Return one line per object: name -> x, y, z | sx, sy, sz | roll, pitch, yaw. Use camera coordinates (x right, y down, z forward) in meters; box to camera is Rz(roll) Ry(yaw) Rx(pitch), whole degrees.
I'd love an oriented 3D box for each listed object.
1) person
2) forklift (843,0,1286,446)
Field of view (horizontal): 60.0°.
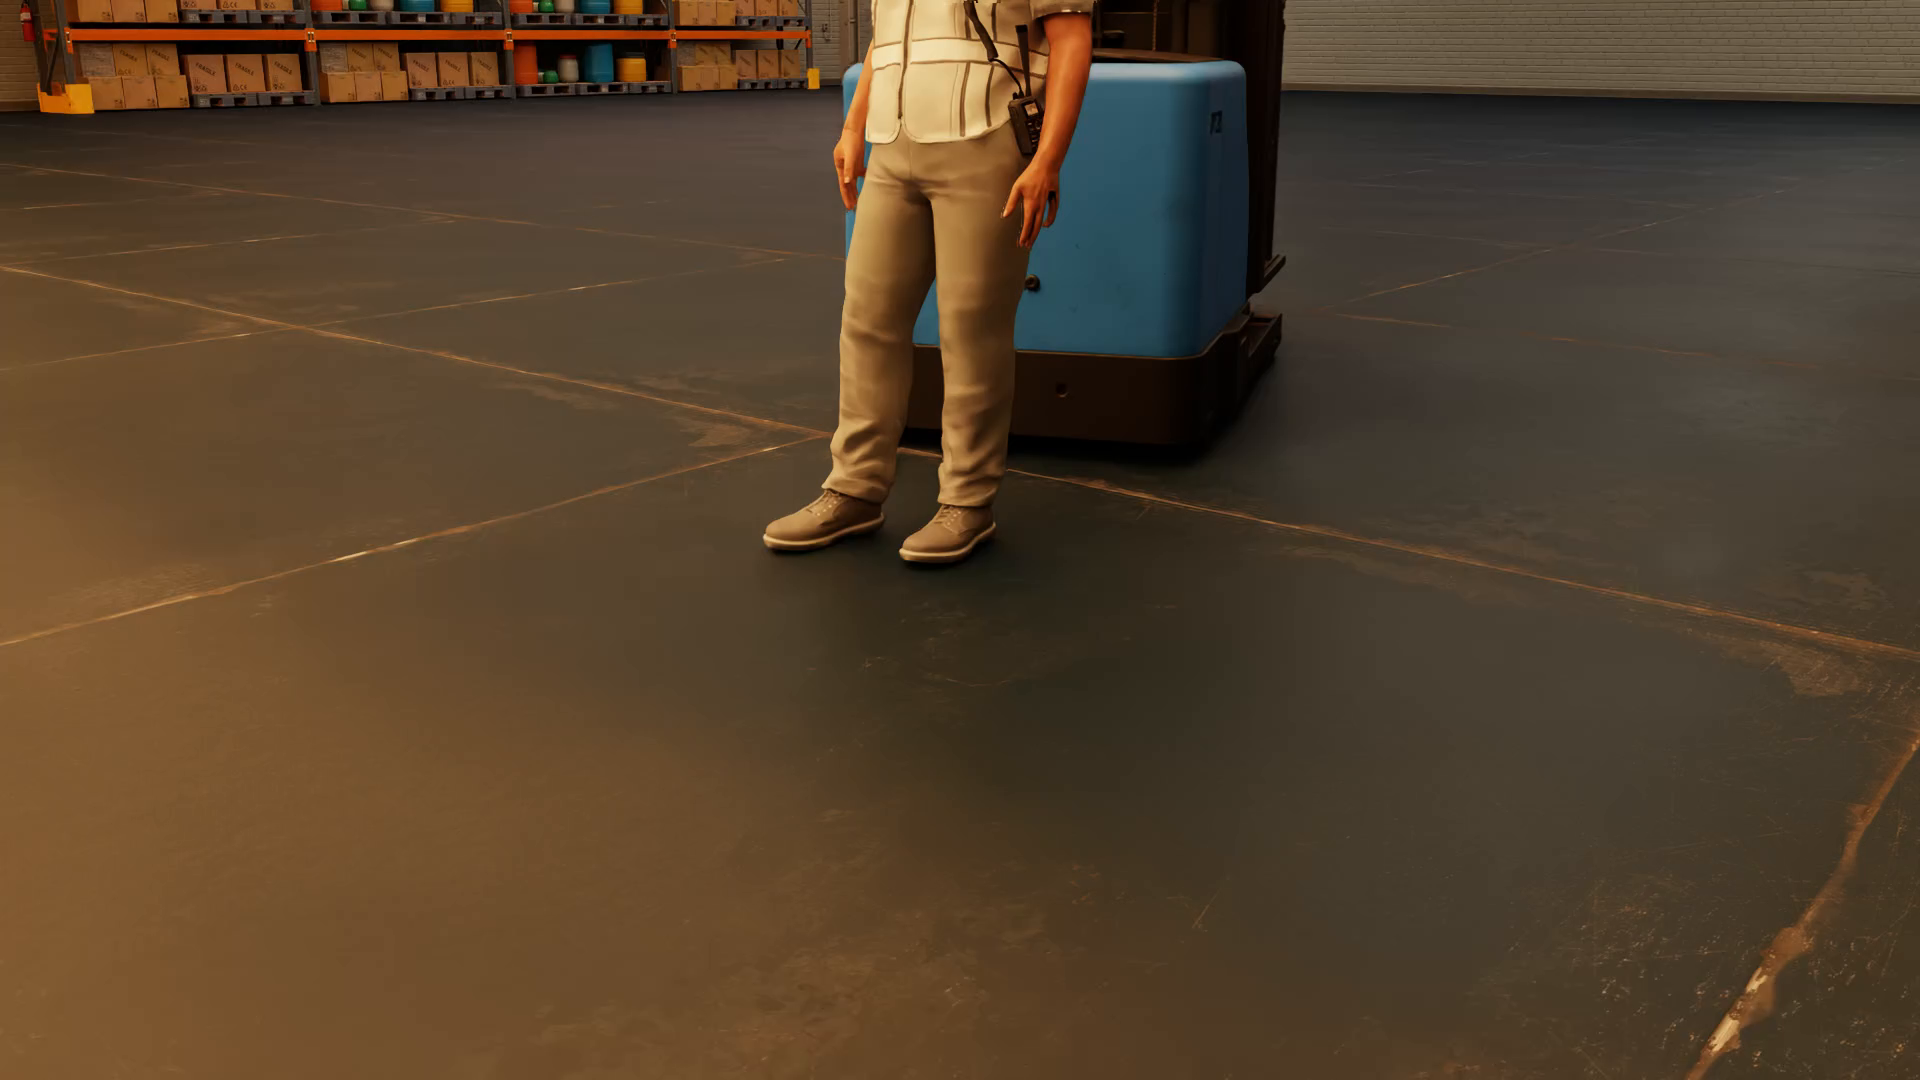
person -> -0.062, -0.839, 3.627 | 0.638, 1.780, 0.569 | 14, 22, 38
forklift -> 0.571, -2.050, 5.649 | 1.130, 2.935, 3.031 | 5, 18, 16
